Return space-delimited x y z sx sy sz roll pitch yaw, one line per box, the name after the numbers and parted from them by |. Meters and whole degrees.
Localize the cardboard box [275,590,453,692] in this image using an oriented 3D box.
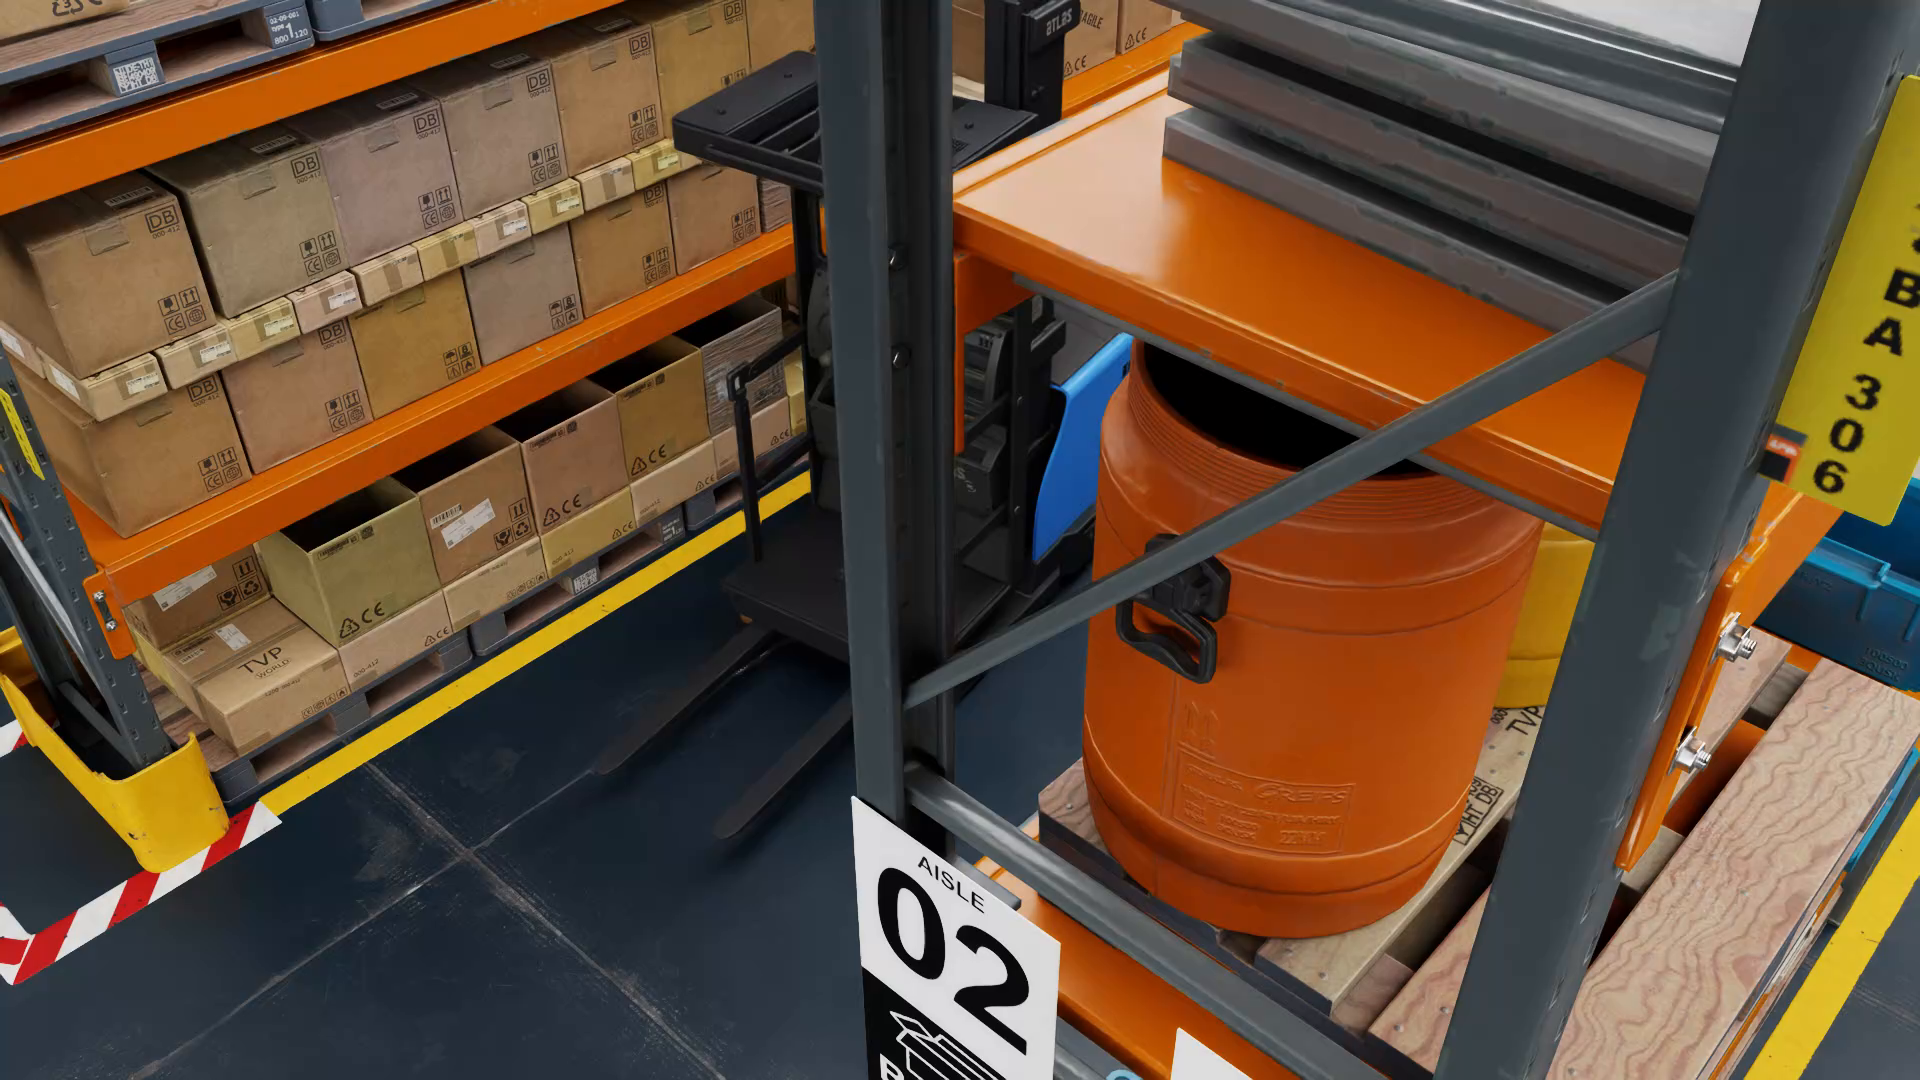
-2.537 0.321 7.092 0.500 0.250 0.500 30 47 32 | cardboard box

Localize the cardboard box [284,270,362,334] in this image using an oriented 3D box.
-2.457 -0.941 6.205 0.380 0.149 0.250 29 47 31 | cardboard box

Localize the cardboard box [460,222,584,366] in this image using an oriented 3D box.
-2.031 -1.167 7.011 0.700 0.500 0.500 31 48 33 | cardboard box

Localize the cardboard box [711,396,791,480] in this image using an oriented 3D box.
-1.195 -0.602 8.252 0.500 0.250 0.500 30 47 32 | cardboard box

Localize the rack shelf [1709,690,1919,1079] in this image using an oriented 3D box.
1.605 1.238 4.645 1.077 0.370 4.000 30 47 32 | rack shelf

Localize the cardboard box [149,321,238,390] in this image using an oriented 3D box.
-2.798 -0.712 5.917 0.380 0.149 0.250 28 46 31 | cardboard box

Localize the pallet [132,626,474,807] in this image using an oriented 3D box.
-2.913 0.516 7.215 1.003 0.211 1.213 30 47 32 | pallet

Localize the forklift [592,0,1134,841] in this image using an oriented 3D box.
-0.341 -0.745 6.615 1.130 2.935 3.031 22 44 25 | forklift

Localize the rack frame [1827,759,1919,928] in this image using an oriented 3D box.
2.954 0.037 5.577 1.000 3.000 0.127 30 47 32 | rack frame

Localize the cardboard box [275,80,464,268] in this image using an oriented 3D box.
-2.348 -1.463 6.340 0.700 0.500 0.500 30 47 32 | cardboard box

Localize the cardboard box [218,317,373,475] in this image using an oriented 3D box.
-2.723 -0.698 6.421 0.700 0.500 0.500 31 48 33 | cardboard box

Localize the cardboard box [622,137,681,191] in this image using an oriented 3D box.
-1.412 -1.656 7.104 0.380 0.149 0.250 29 47 32 | cardboard box

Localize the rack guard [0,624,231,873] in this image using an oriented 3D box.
-3.414 0.783 6.647 1.175 0.500 0.348 30 47 32 | rack guard

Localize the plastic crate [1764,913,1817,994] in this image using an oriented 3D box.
2.046 0.993 4.587 0.530 0.136 0.437 30 47 32 | plastic crate

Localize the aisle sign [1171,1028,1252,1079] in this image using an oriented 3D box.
0.424 1.013 2.260 0.394 0.787 0.004 30 47 32 | aisle sign

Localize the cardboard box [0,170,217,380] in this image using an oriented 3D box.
-3.038 -0.987 5.742 0.700 0.500 0.500 30 47 32 | cardboard box

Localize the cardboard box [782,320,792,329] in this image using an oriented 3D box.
-1.236 -1.047 8.812 0.500 0.250 0.500 30 47 32 | cardboard box

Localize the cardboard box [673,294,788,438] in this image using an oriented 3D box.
-1.197 -0.896 8.020 0.500 0.500 0.500 30 47 32 | cardboard box

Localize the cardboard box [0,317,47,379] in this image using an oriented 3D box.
-3.281 -0.755 5.972 0.380 0.149 0.250 29 47 31 | cardboard box

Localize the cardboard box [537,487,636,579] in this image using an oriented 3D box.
-1.859 -0.136 7.667 0.500 0.250 0.500 30 47 32 | cardboard box

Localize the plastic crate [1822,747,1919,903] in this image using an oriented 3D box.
2.408 0.718 4.840 0.499 0.251 0.616 30 47 32 | plastic crate

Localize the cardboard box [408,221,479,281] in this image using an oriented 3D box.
-2.107 -1.182 6.509 0.380 0.149 0.250 29 47 31 | cardboard box

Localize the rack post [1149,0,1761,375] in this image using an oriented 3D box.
0.860 -0.571 1.924 0.954 0.300 0.937 -29 47 -31 | rack post

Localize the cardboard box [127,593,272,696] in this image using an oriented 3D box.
-3.254 0.335 7.074 0.500 0.250 0.500 30 47 32 | cardboard box

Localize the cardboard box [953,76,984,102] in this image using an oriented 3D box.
0.049 -2.267 8.677 0.380 0.149 0.250 30 47 32 | cardboard box

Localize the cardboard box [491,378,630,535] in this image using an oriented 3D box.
-1.858 -0.429 7.433 0.500 0.500 0.500 30 47 32 | cardboard box

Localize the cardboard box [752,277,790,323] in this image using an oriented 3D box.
-1.243 -1.344 8.584 0.500 0.500 0.500 30 47 32 | cardboard box

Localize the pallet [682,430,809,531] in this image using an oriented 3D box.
-1.267 -0.605 8.625 1.003 0.211 1.213 30 47 32 | pallet

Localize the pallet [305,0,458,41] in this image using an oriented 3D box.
-2.079 -2.223 6.080 1.003 0.211 1.213 30 47 32 | pallet

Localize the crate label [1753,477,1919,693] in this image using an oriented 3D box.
1.763 0.038 3.285 0.502 0.251 0.408 30 47 32 | crate label

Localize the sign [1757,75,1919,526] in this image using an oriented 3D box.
0.659 -0.158 1.171 0.100 0.325 0.005 30 47 32 | sign

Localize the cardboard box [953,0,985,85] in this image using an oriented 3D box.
0.186 -2.671 8.903 0.500 0.500 0.500 -30 48 -33 | cardboard box

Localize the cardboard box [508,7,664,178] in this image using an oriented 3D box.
-1.672 -1.922 6.918 0.700 0.500 0.500 30 47 32 | cardboard box

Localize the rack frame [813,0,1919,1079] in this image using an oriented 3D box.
0.256 -0.473 1.398 1.000 3.000 0.127 30 47 32 | rack frame

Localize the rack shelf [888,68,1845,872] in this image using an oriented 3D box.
1.605 -0.954 2.902 1.077 0.370 4.000 30 47 32 | rack shelf

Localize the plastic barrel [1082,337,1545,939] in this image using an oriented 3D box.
0.490 0.092 2.416 0.600 0.830 0.708 30 47 32 | plastic barrel

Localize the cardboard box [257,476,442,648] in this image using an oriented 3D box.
-2.536 0.028 6.857 0.500 0.500 0.500 30 47 32 | cardboard box

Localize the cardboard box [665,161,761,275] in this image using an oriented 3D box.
-1.345 -1.632 7.595 0.700 0.500 0.500 29 47 31 | cardboard box

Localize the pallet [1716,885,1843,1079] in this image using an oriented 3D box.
2.471 1.420 6.079 1.003 0.211 1.213 30 47 32 | pallet

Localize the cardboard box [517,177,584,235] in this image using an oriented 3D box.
-1.759 -1.416 6.803 0.380 0.149 0.250 31 48 33 | cardboard box

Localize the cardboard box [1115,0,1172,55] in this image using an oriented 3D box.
0.879 -3.143 9.496 0.500 0.500 0.500 27 46 30 | cardboard box

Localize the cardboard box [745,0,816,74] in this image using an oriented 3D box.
-0.994 -2.385 7.500 0.700 0.500 0.500 30 47 32 | cardboard box
